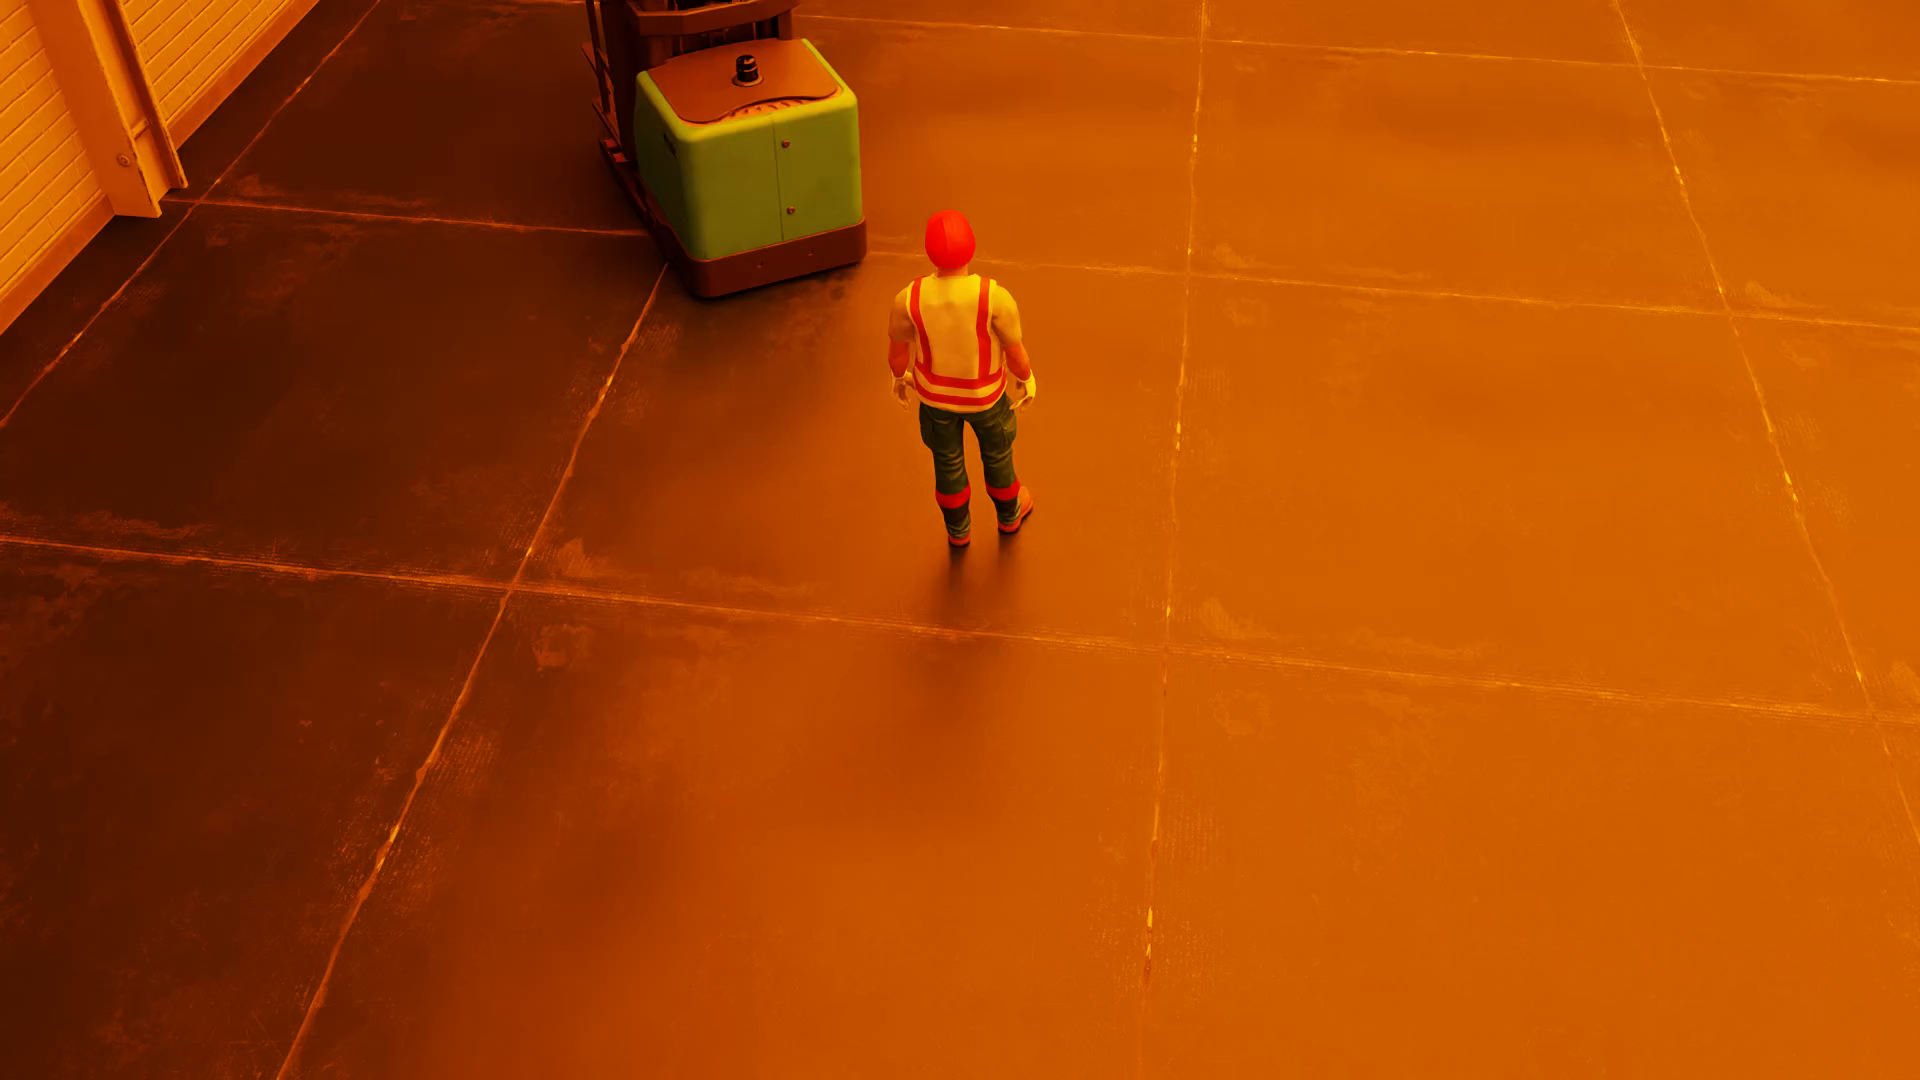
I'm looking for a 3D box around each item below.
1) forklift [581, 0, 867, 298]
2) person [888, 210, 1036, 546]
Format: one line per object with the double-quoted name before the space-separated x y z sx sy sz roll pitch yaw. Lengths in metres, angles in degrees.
"forklift" -1.611 -3.428 9.456 1.130 2.935 3.031 -17 45 -18
"person" 0.021 -0.717 7.339 0.638 1.789 0.562 5 43 6
